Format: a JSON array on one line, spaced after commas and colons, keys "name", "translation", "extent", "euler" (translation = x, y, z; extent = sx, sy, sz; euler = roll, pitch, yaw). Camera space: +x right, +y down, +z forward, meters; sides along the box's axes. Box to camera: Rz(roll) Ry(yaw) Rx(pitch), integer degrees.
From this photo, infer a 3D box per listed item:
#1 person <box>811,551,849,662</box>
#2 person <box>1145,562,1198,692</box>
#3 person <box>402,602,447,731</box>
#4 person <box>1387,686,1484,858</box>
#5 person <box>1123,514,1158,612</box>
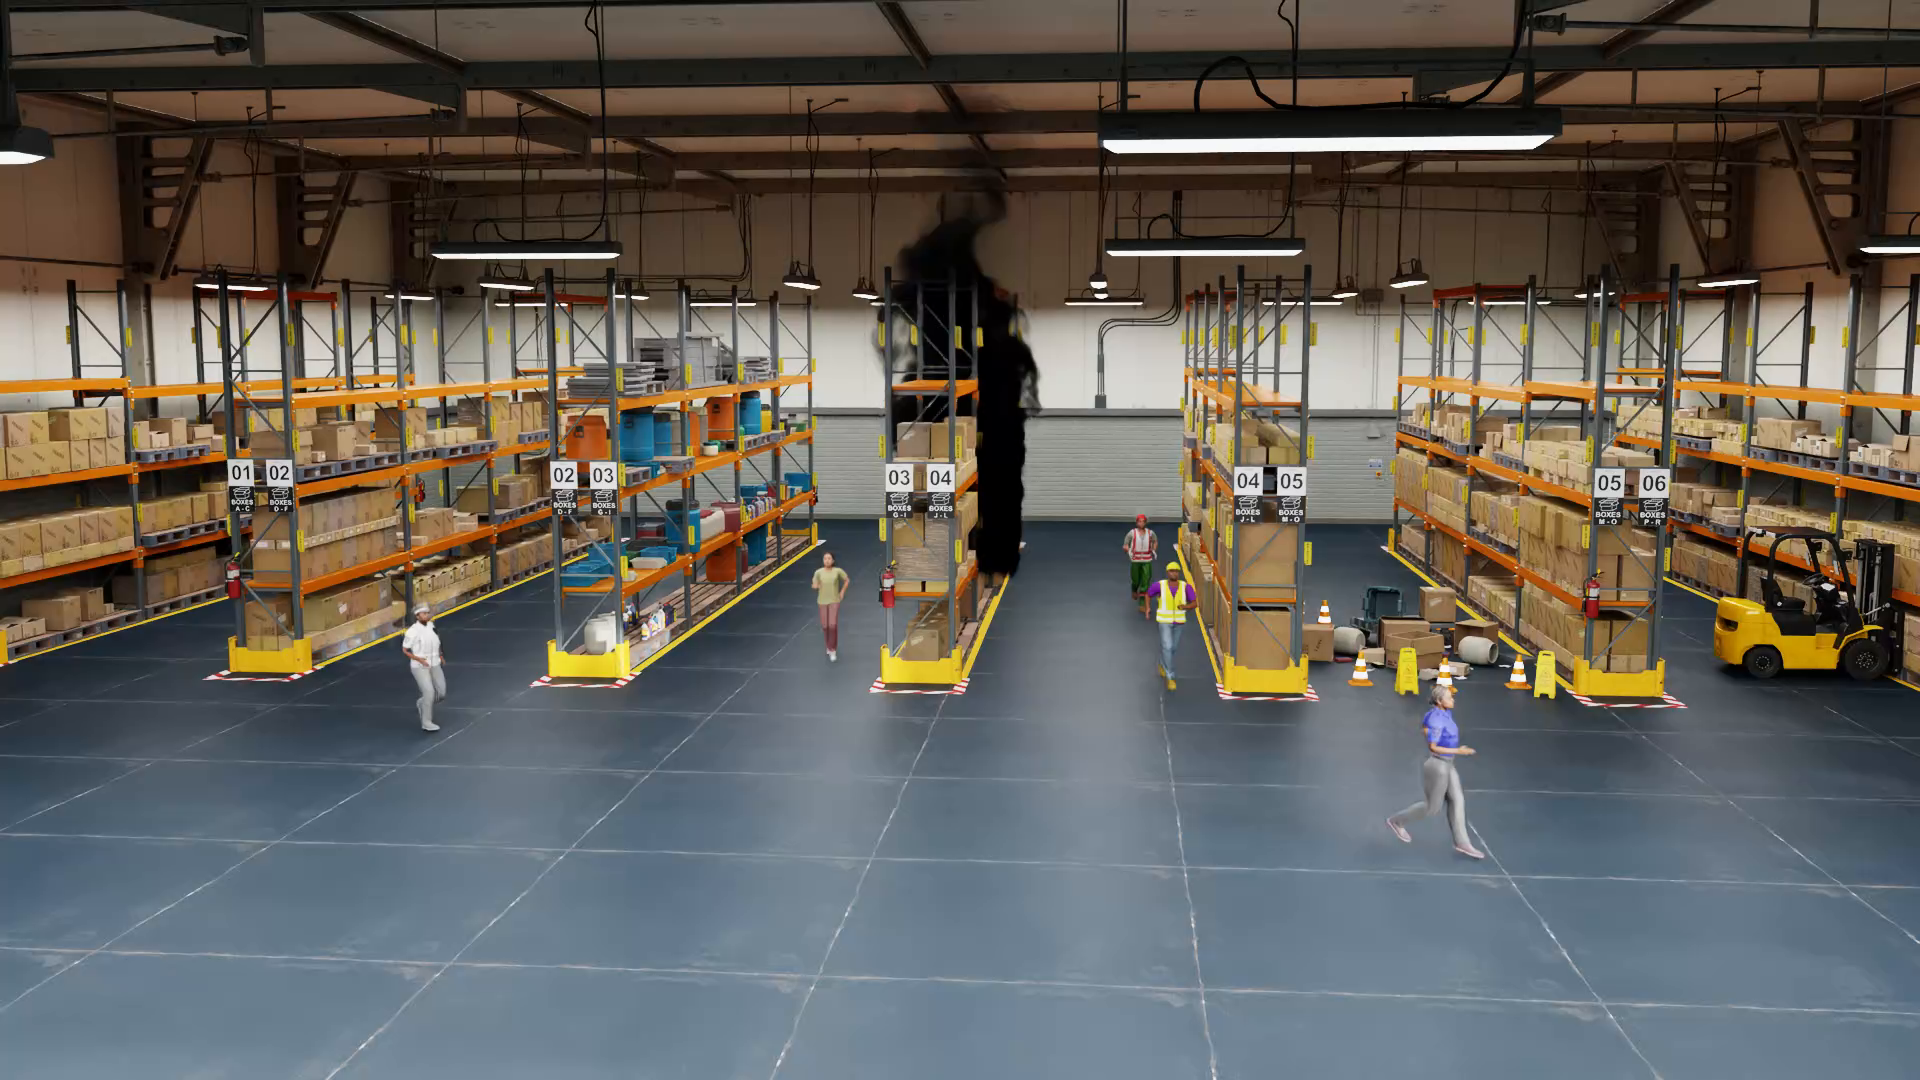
[{"name": "person", "translation": [-2.041, 1.025, 25.975], "extent": [0.558, 1.705, 0.670], "euler": [1, 7, 7]}, {"name": "person", "translation": [3.064, 1.210, 23.999], "extent": [0.750, 1.793, 0.919], "euler": [-1, 7, -11]}, {"name": "person", "translation": [-6.852, 1.605, 21.283], "extent": [0.584, 1.650, 0.573], "euler": [5, 8, 34]}, {"name": "person", "translation": [4.629, 2.231, 16.110], "extent": [0.920, 1.645, 0.581], "euler": [4, 8, 28]}, {"name": "person", "translation": [3.342, 0.403, 30.658], "extent": [0.655, 1.769, 0.888], "euler": [0, 7, -1]}]
